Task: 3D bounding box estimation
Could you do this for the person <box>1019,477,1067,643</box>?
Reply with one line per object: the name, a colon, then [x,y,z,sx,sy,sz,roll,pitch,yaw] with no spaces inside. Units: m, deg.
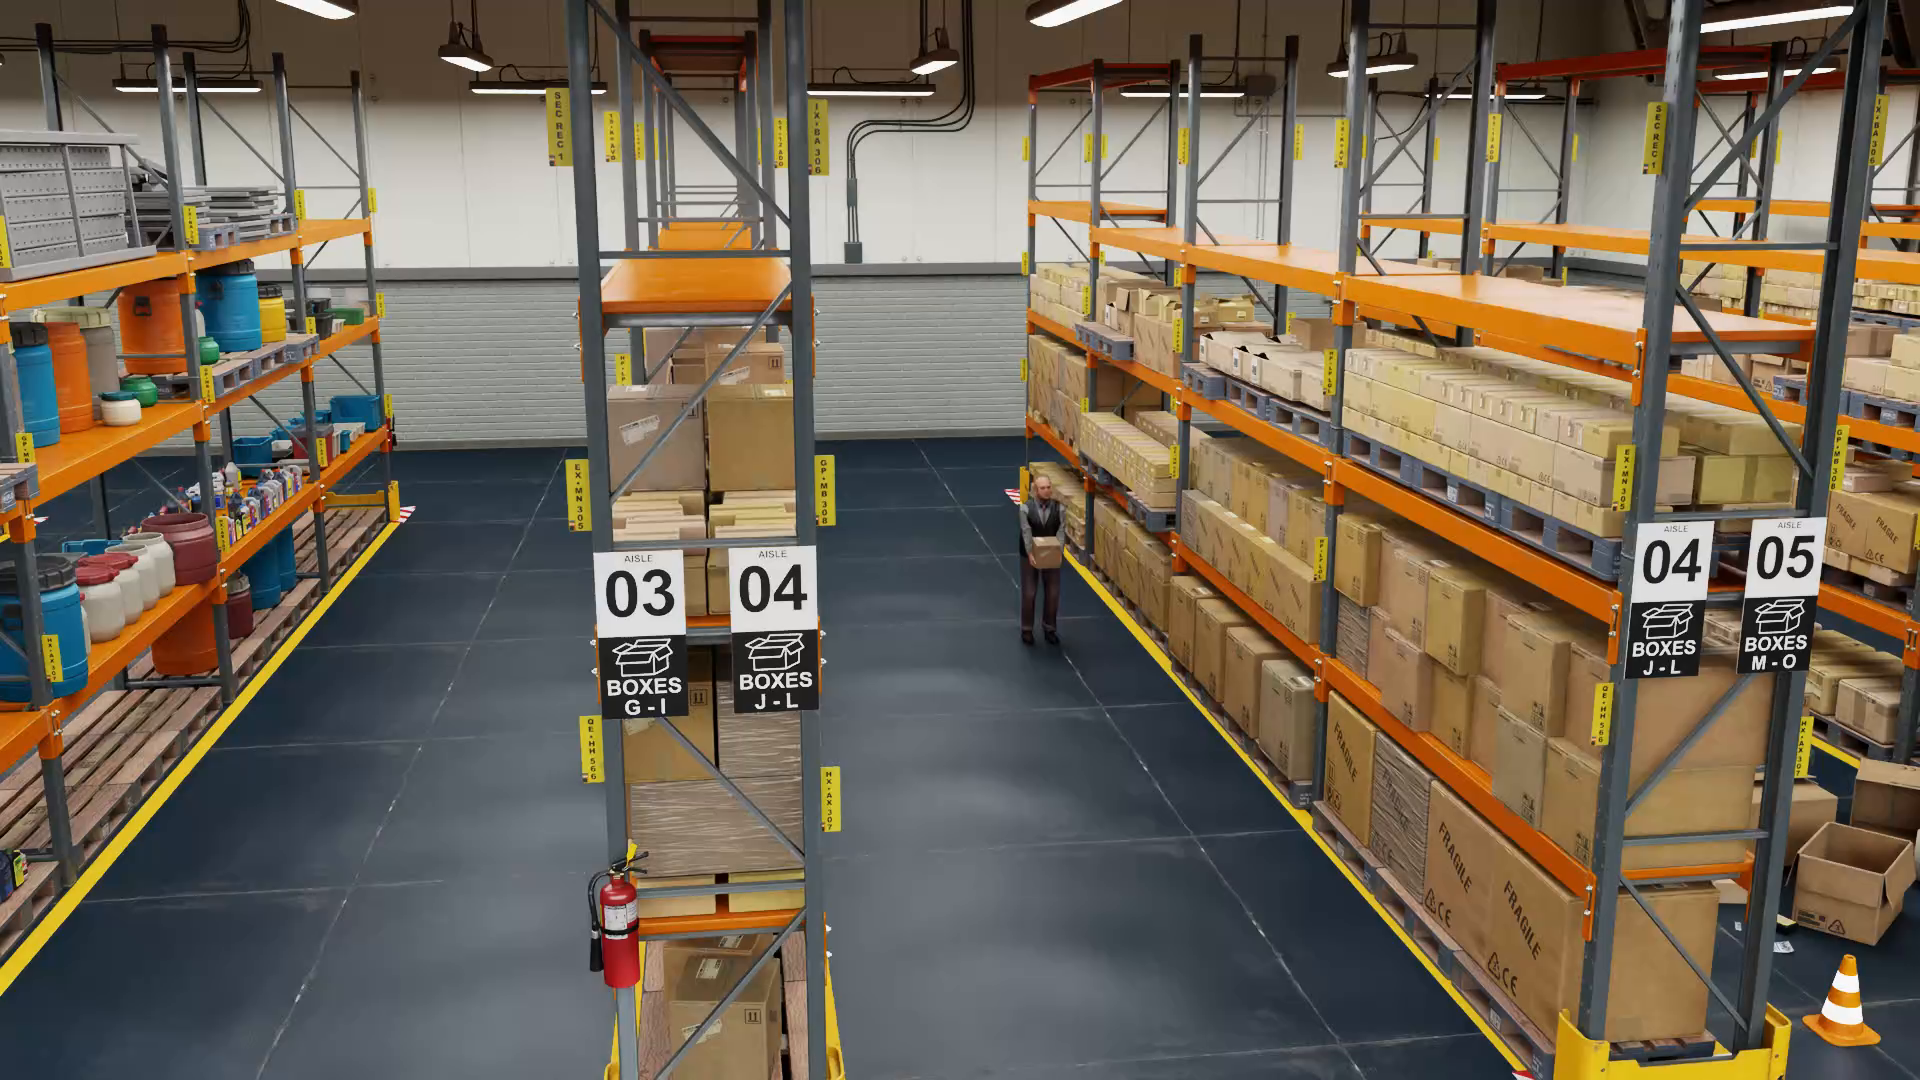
person: [0.863,0.256,17.134,0.495,1.637,0.560,-2,13,-9]
